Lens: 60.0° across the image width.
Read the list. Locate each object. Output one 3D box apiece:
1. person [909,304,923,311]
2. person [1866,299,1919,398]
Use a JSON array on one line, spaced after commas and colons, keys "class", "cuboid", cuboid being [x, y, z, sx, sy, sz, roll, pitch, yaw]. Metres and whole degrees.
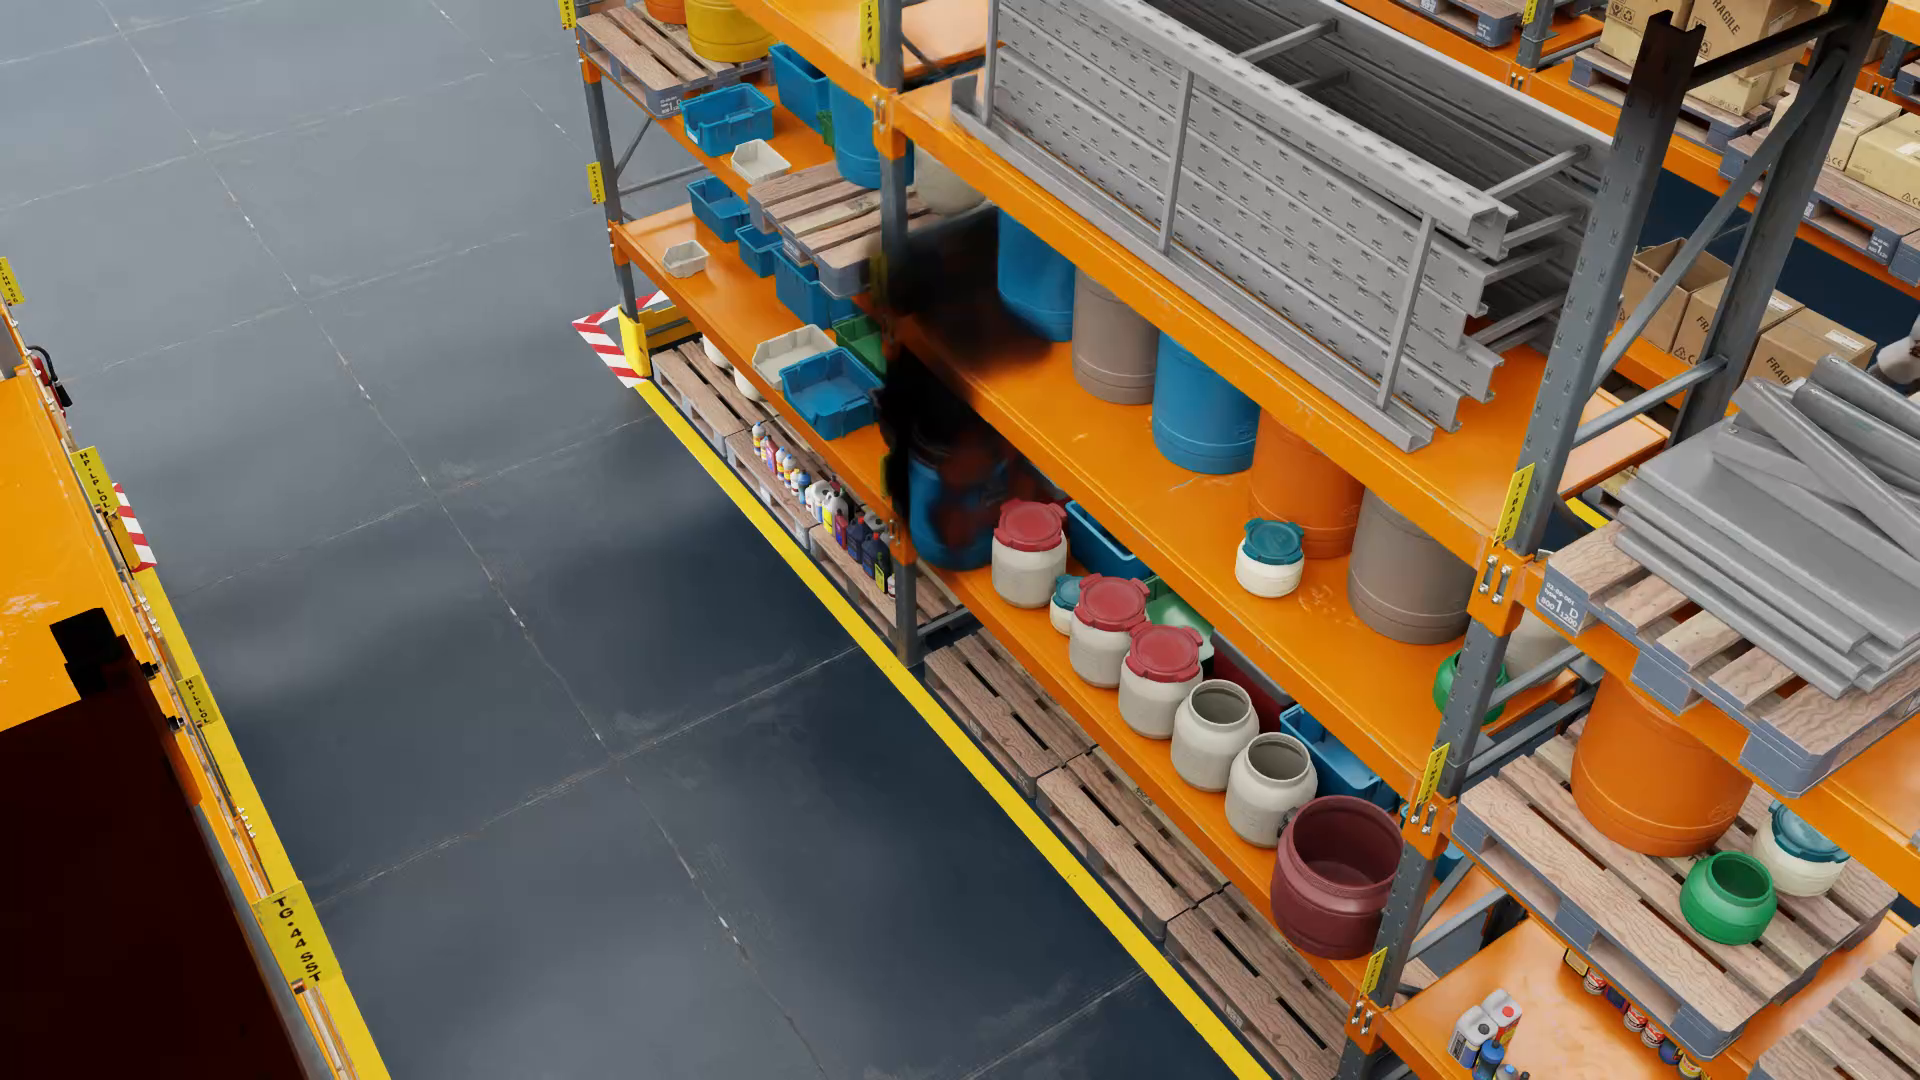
[{"class": "person", "cuboid": [-0.597, -2.502, 13.345, 0.551, 1.640, 0.736, -28, 50, -27]}, {"class": "person", "cuboid": [6.914, -1.341, 11.914, 0.685, 1.826, 0.777, -32, 51, -30]}]
